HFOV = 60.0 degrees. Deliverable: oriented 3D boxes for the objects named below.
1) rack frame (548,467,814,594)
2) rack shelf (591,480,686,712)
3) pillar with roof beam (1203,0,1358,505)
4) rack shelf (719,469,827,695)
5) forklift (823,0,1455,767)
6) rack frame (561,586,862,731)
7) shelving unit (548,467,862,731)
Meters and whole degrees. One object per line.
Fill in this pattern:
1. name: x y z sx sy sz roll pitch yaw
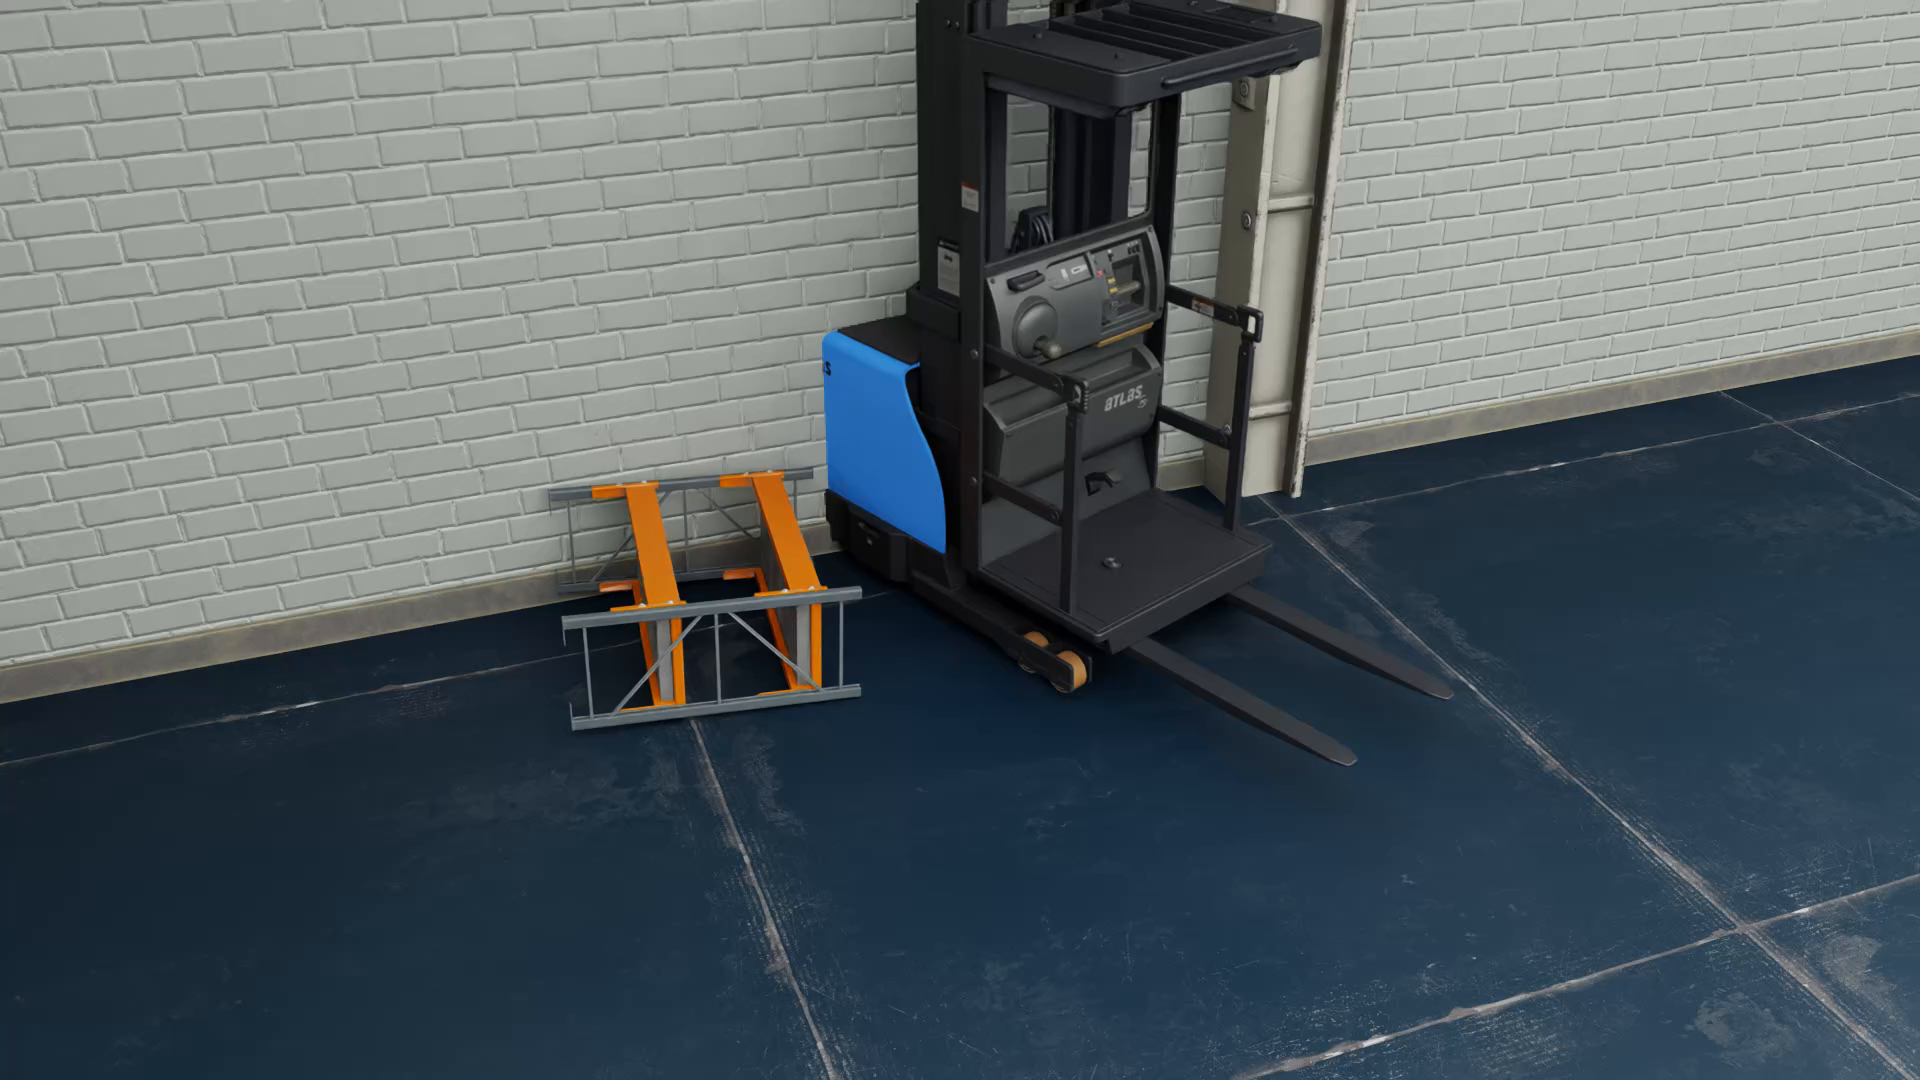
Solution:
1. rack frame: -1.194 -0.042 7.225 1.125 0.500 0.032 -6 31 -14
2. rack shelf: -1.299 0.228 6.742 0.278 0.538 1.000 -6 31 -14
3. pillar with roof beam: 2.932 -2.165 2.460 0.400 9.000 9.100 -10 31 -18
4. rack shelf: -0.780 0.178 6.872 0.278 0.538 1.000 -6 31 -14
5. forklift: 0.611 -0.946 6.450 1.130 2.935 3.031 -24 37 -36
6. rack frame: -0.932 0.452 6.376 1.125 0.500 0.032 -6 31 -14
7. shelving unit: -1.063 0.205 6.801 1.125 0.538 1.048 -6 31 -14
